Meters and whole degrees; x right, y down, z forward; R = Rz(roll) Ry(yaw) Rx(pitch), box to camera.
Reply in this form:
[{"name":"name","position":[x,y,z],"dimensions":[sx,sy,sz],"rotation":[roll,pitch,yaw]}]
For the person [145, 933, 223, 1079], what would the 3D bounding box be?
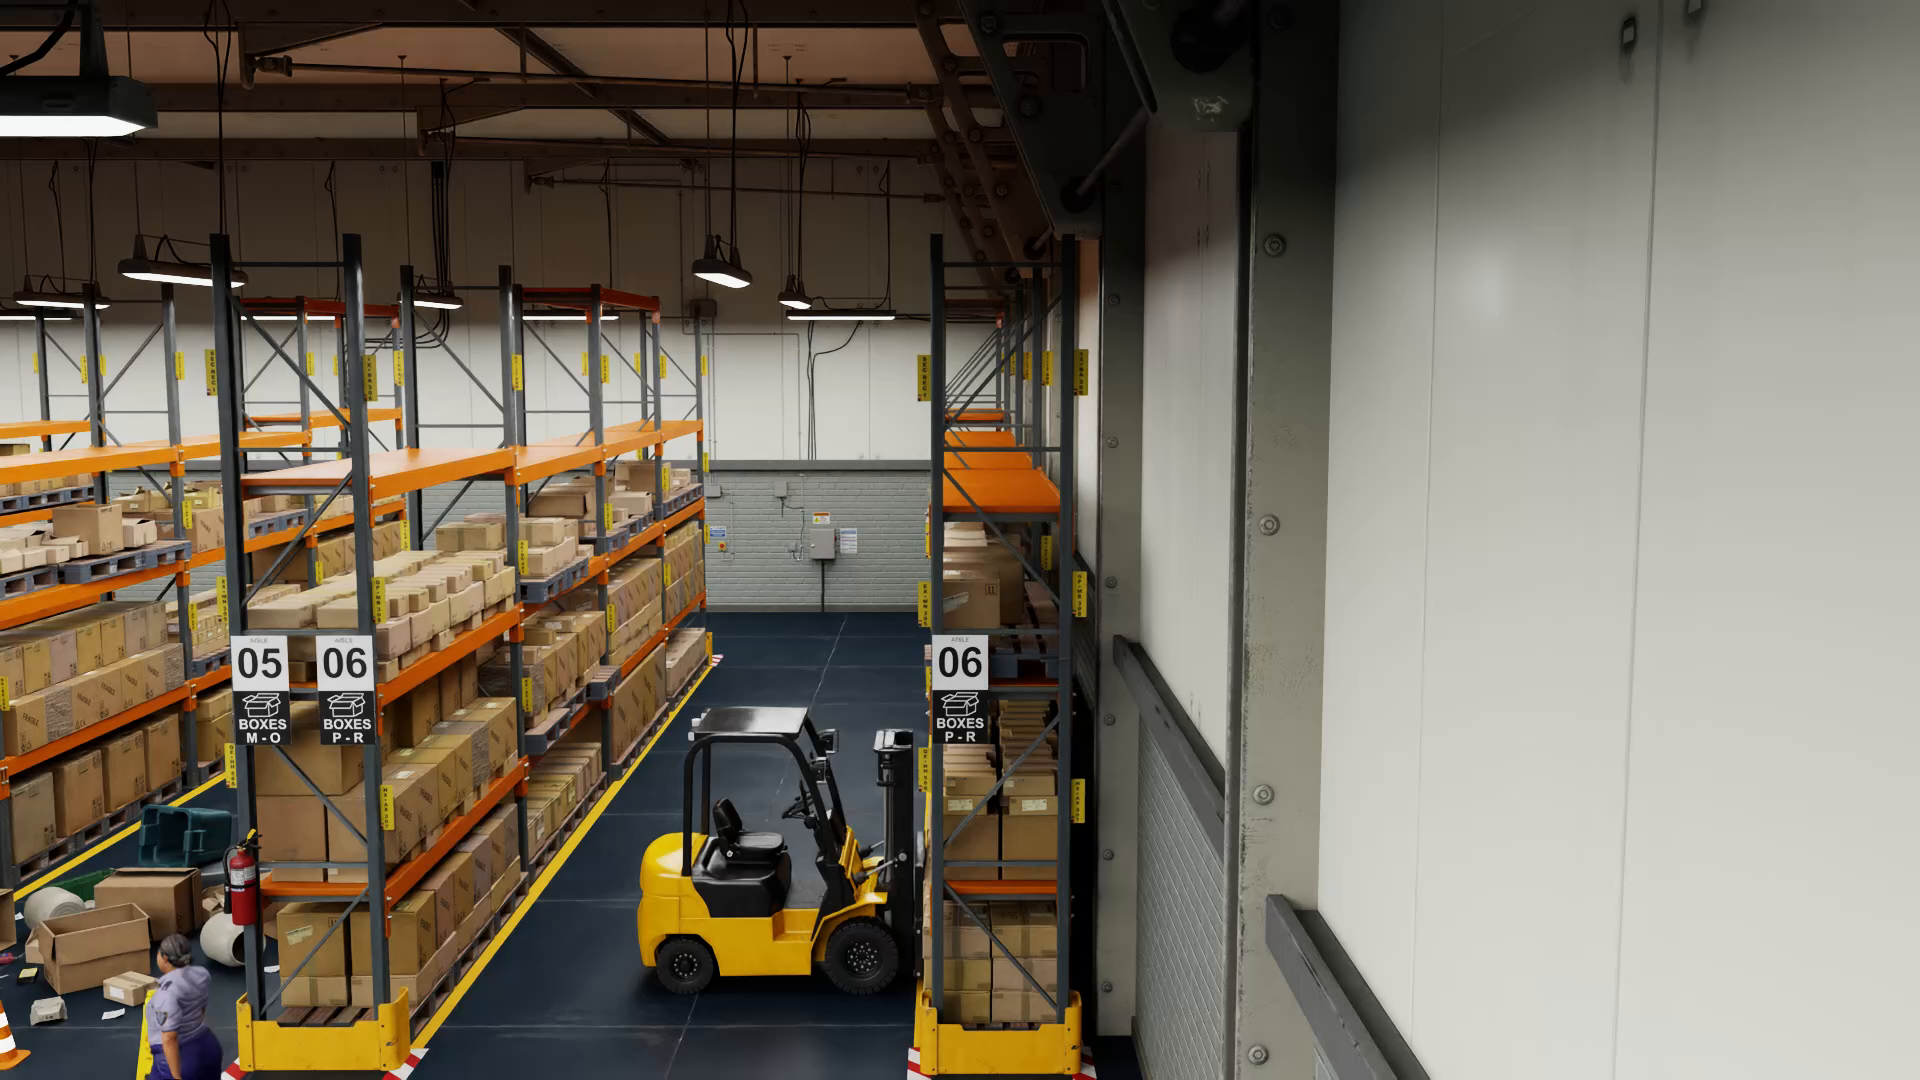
[{"name":"person","position":[-4.751,3.222,10.239],"dimensions":[0.734,1.636,0.462],"rotation":[1,6,10]}]
